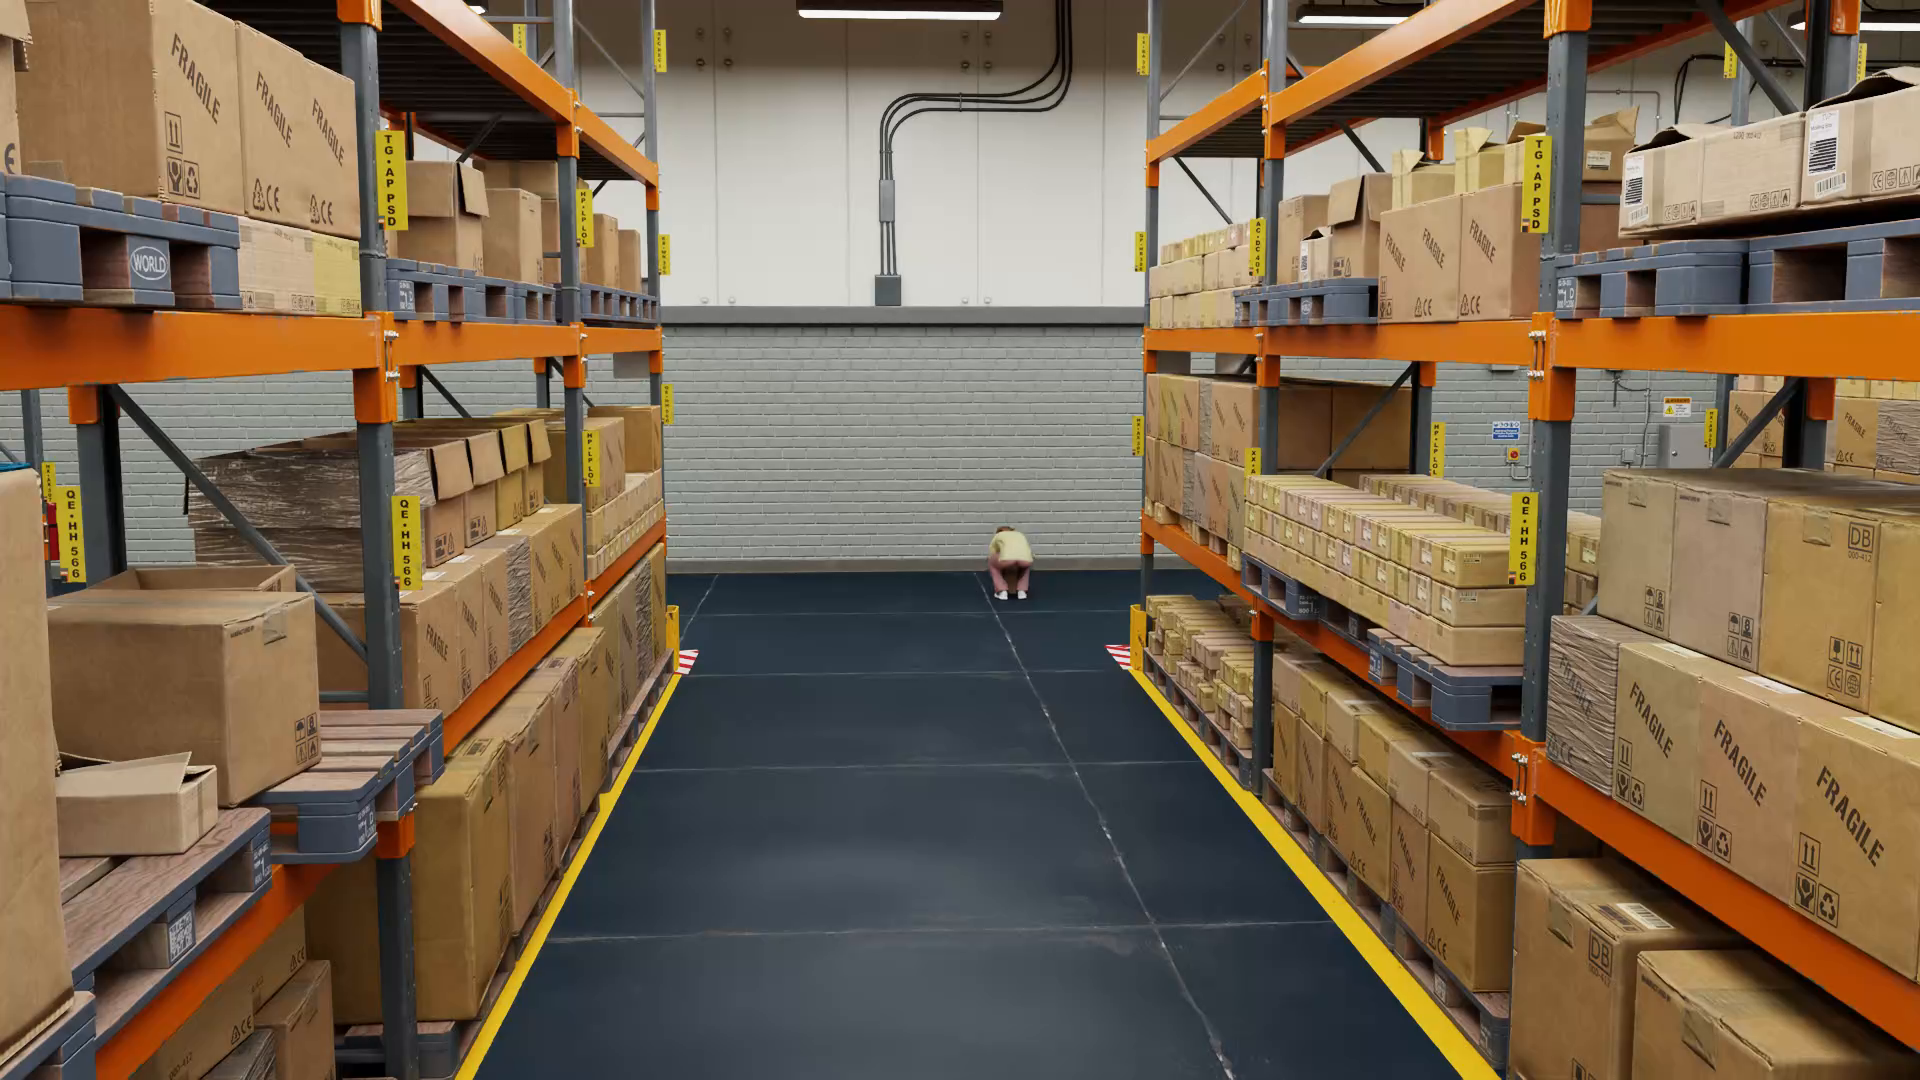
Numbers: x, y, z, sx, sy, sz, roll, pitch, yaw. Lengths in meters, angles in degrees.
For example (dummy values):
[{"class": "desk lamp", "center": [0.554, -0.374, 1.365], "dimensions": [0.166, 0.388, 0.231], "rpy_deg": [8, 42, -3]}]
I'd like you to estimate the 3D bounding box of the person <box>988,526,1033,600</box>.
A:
[{"class": "person", "center": [0.541, 0.293, 17.731], "dimensions": [0.442, 0.676, 0.856], "rpy_deg": [-1, 7, -5]}]
